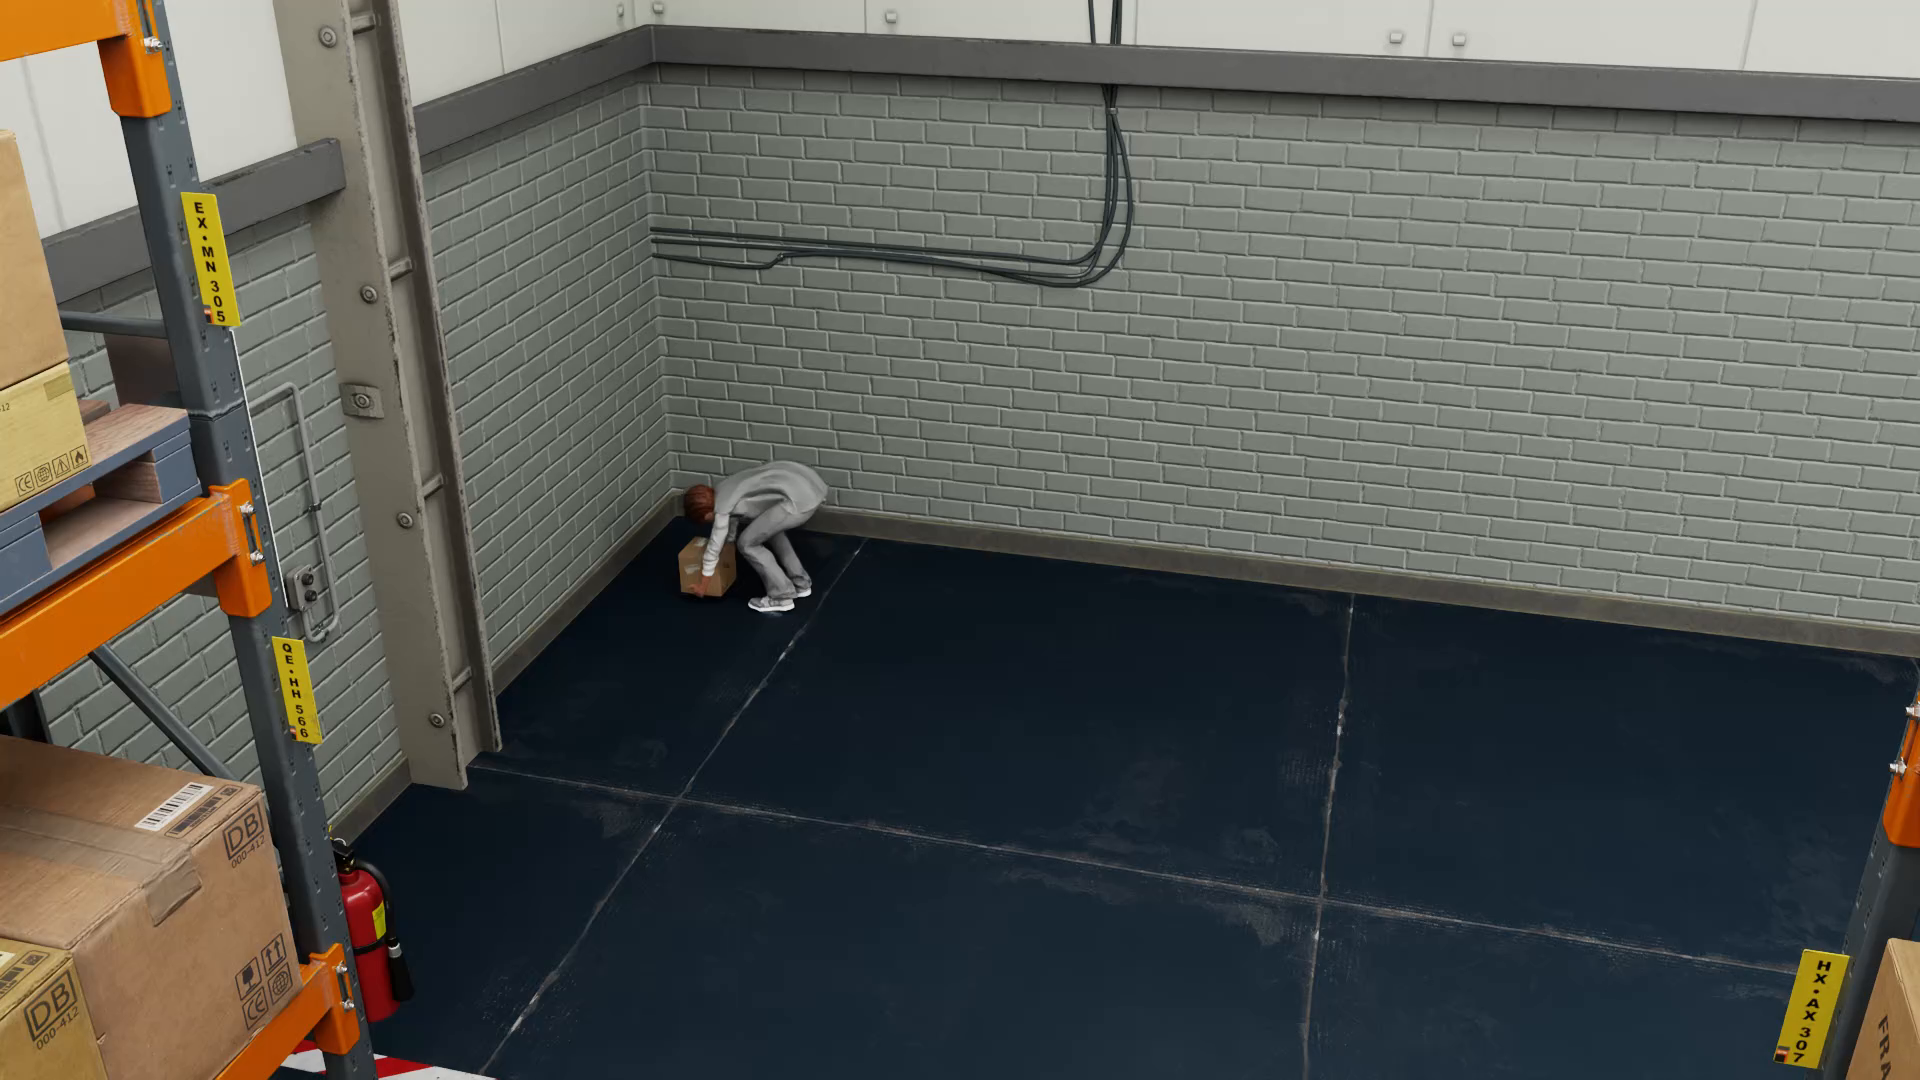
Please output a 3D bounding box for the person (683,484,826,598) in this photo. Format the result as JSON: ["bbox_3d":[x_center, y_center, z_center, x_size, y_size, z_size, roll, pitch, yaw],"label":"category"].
[{"bbox_3d":[-1.181,-0.044,9.547,0.840,0.801,0.353,5,26,11],"label":"person"}]
